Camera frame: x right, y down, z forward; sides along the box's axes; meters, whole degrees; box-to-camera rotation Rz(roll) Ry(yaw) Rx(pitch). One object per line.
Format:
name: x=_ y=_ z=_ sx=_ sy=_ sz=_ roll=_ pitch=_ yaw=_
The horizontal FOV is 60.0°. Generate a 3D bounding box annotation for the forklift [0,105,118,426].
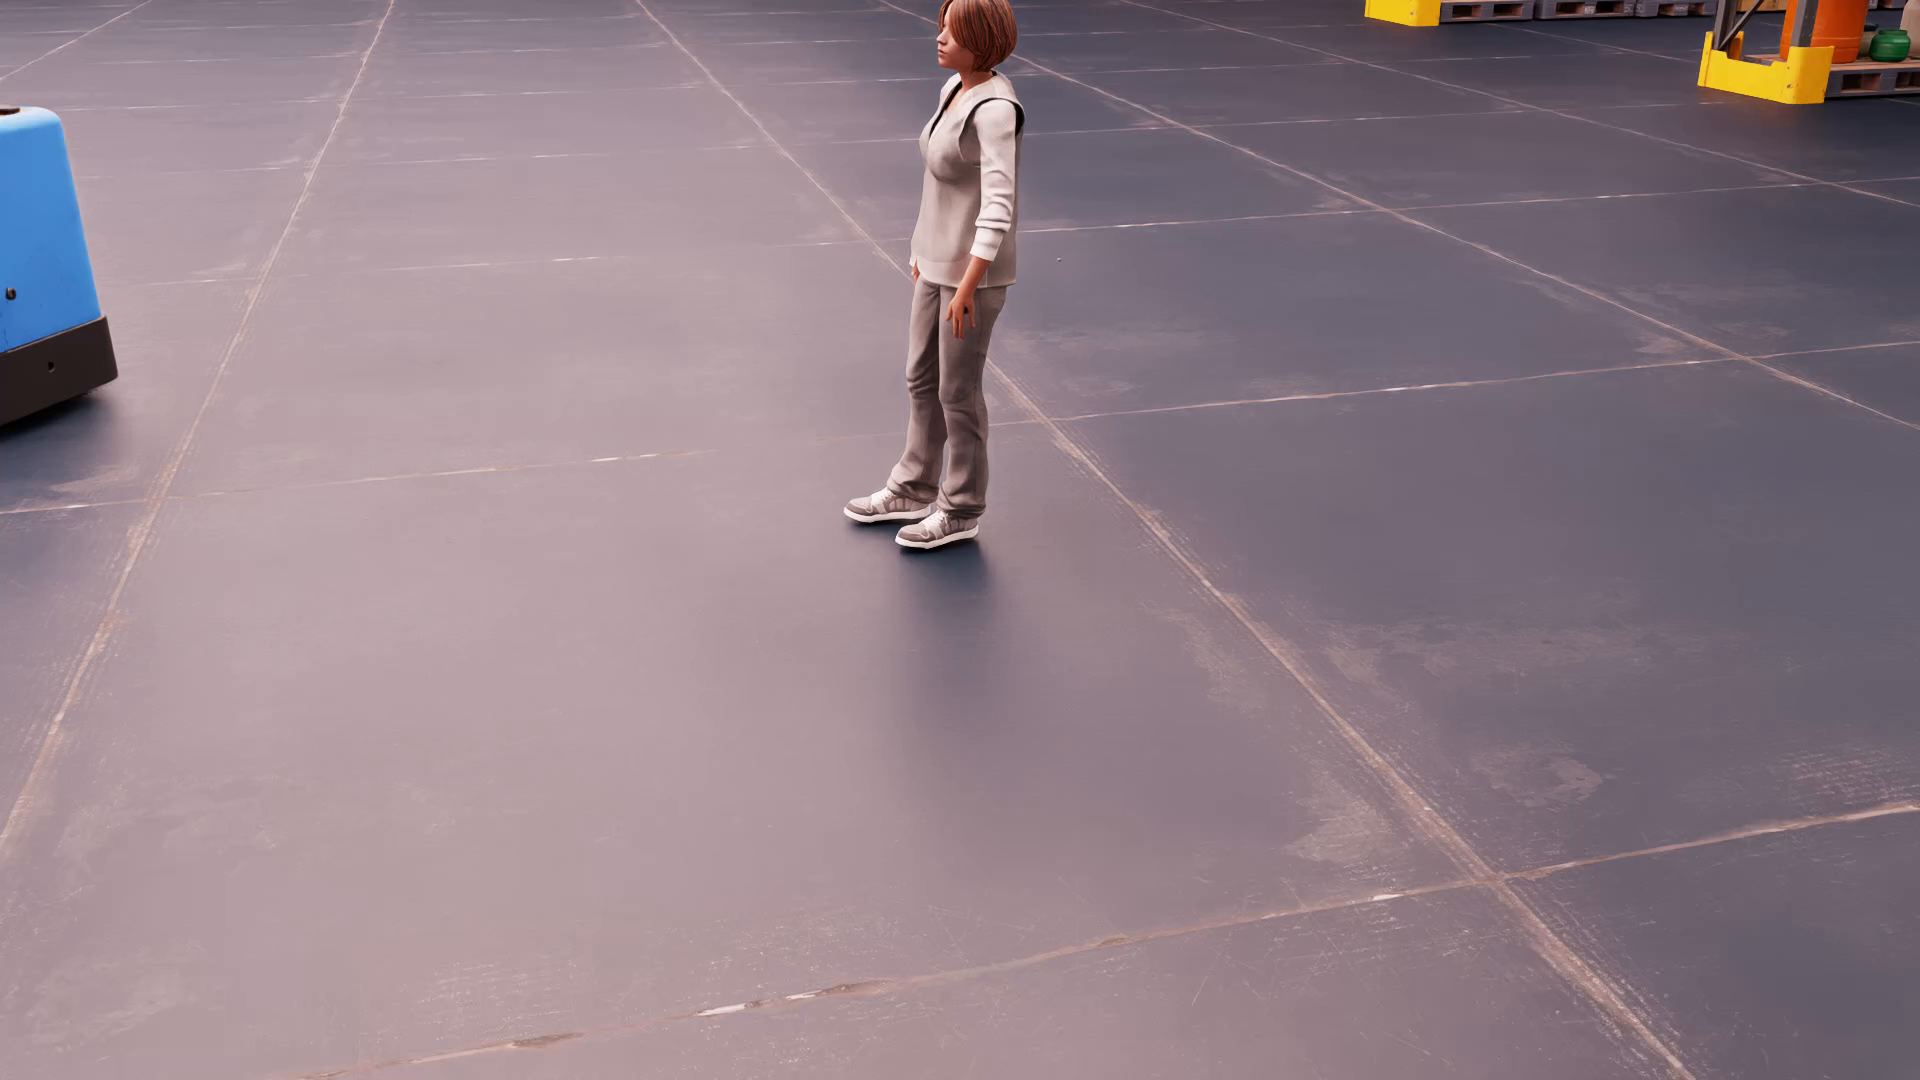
forklift: x=-4.774 y=-1.880 z=5.727 sx=3.031 sy=2.935 sz=1.130 roll=6 pitch=24 yaw=14

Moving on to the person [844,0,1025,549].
person: x=-0.075 y=-0.740 z=4.732 sx=0.475 sy=1.597 sz=0.520 roll=-6 pitch=24 yaw=-14
